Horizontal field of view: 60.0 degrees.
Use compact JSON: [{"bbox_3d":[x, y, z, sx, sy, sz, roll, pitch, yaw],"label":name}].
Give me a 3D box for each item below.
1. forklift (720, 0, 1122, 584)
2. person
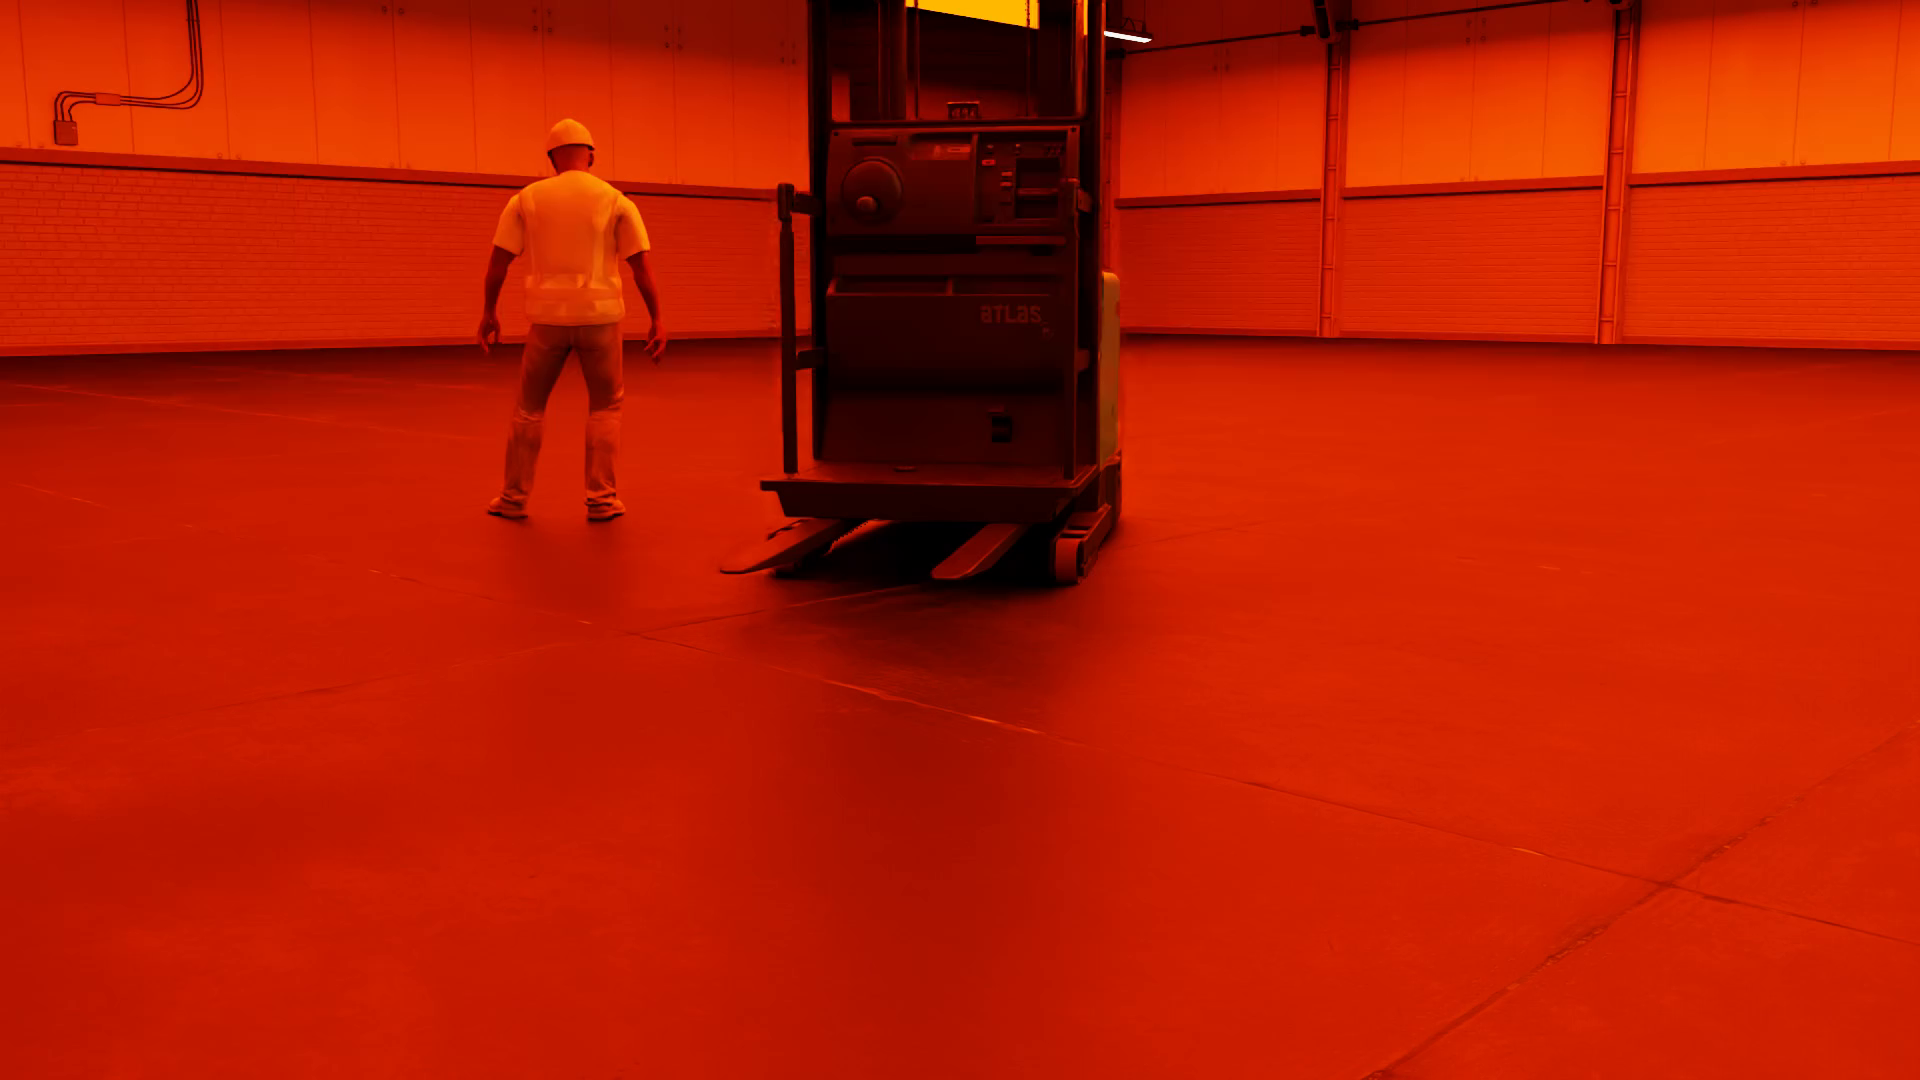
[{"bbox_3d":[-0.065,-1.354,5.867,1.130,2.935,3.031,2,9,10],"label":"forklift"},{"bbox_3d":[-1.709,-0.971,7.335,0.847,1.737,0.428,0,9,-2],"label":"person"}]
